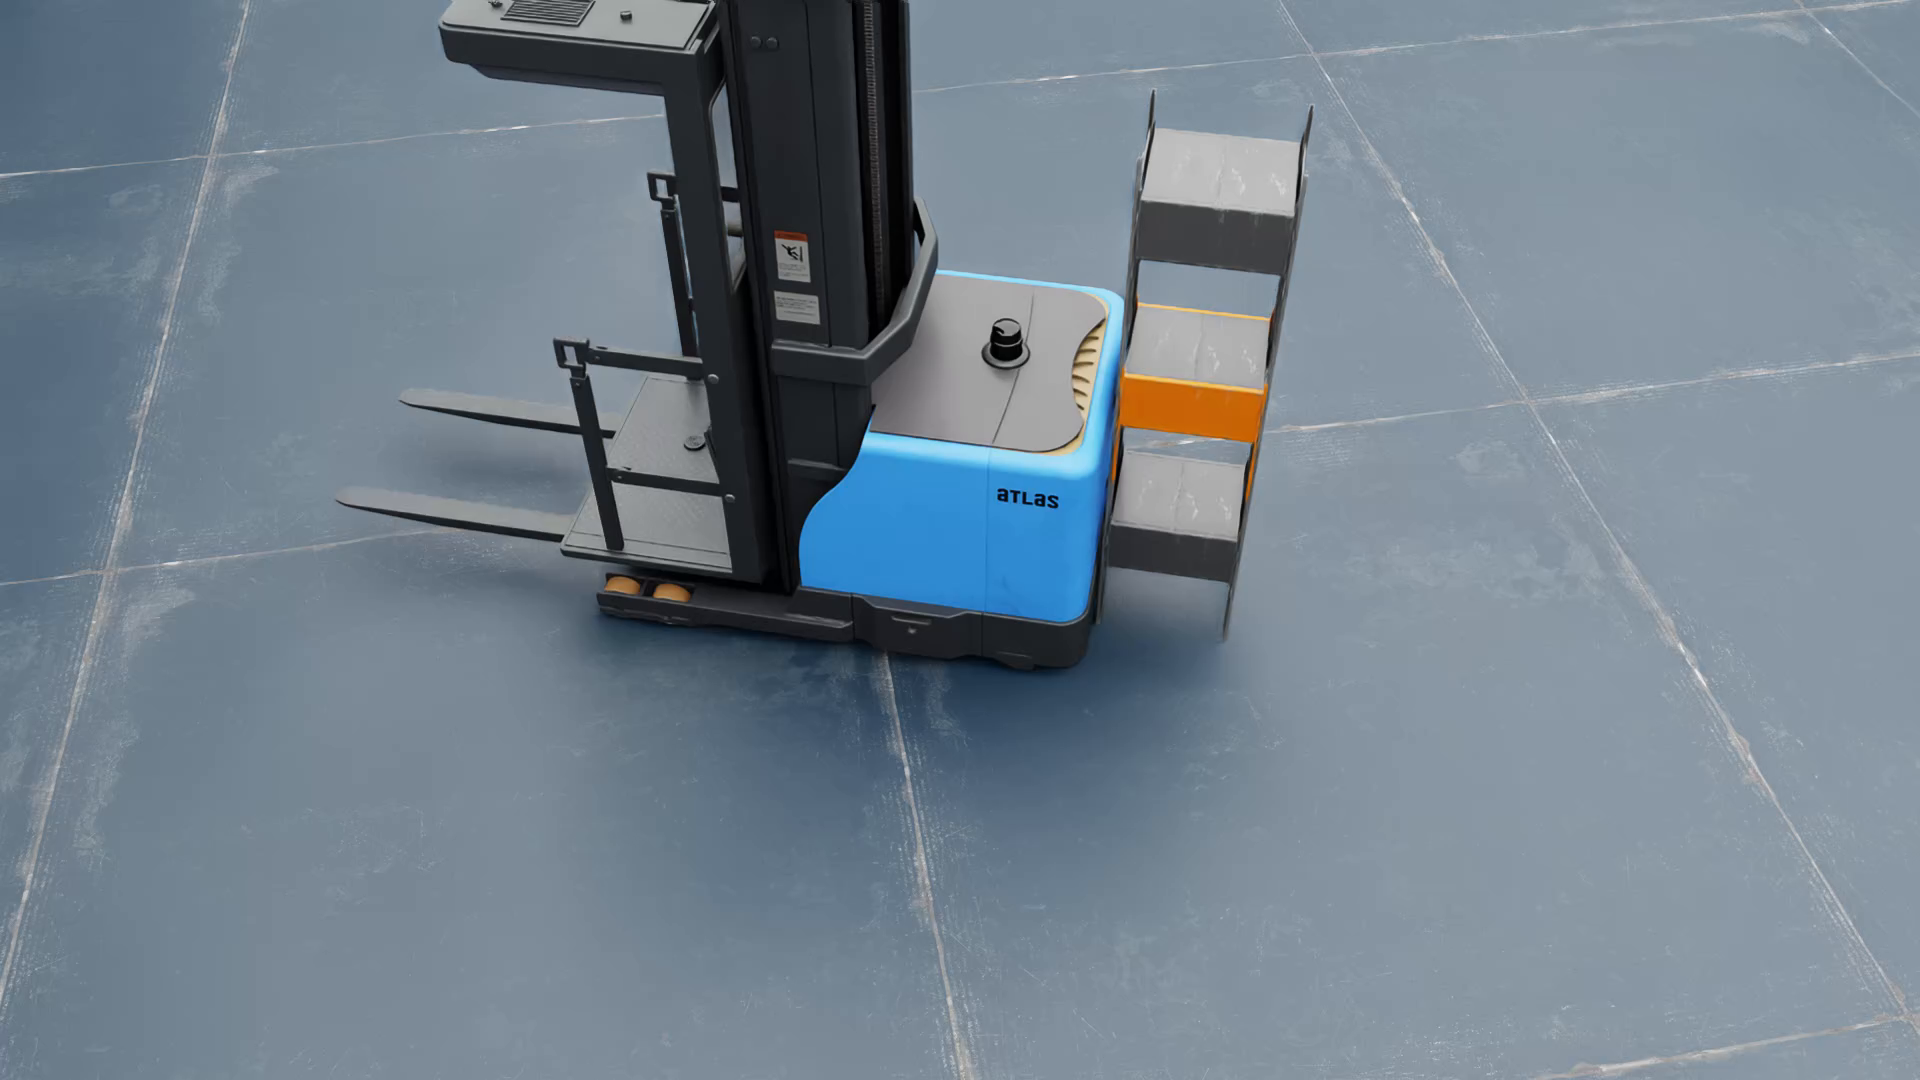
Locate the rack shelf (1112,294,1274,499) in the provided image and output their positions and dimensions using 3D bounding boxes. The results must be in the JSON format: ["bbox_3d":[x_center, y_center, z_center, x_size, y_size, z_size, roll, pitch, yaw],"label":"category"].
[{"bbox_3d":[0.809,-0.499,5.792,0.480,0.518,0.431,8,47,7],"label":"rack shelf"}]

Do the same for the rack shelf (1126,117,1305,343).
[{"bbox_3d":[0.809,-0.985,5.288,0.480,0.518,0.431,8,47,7],"label":"rack shelf"}]

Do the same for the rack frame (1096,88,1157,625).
[{"bbox_3d":[0.569,-0.542,5.814,0.015,2.100,0.400,8,47,7],"label":"rack frame"}]

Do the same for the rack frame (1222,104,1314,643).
[{"bbox_3d":[1.049,-0.476,5.750,0.015,2.100,0.400,8,47,7],"label":"rack frame"}]

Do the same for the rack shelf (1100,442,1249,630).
[{"bbox_3d":[0.809,-0.014,6.296,0.480,0.518,0.431,8,47,7],"label":"rack shelf"}]

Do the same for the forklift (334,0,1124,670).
[{"bbox_3d":[-0.935,-1.055,5.731,3.031,2.935,1.130,8,47,7],"label":"forklift"}]

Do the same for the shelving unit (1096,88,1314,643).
[{"bbox_3d":[0.809,-0.509,5.782,0.503,2.100,0.431,8,47,7],"label":"shelving unit"}]
